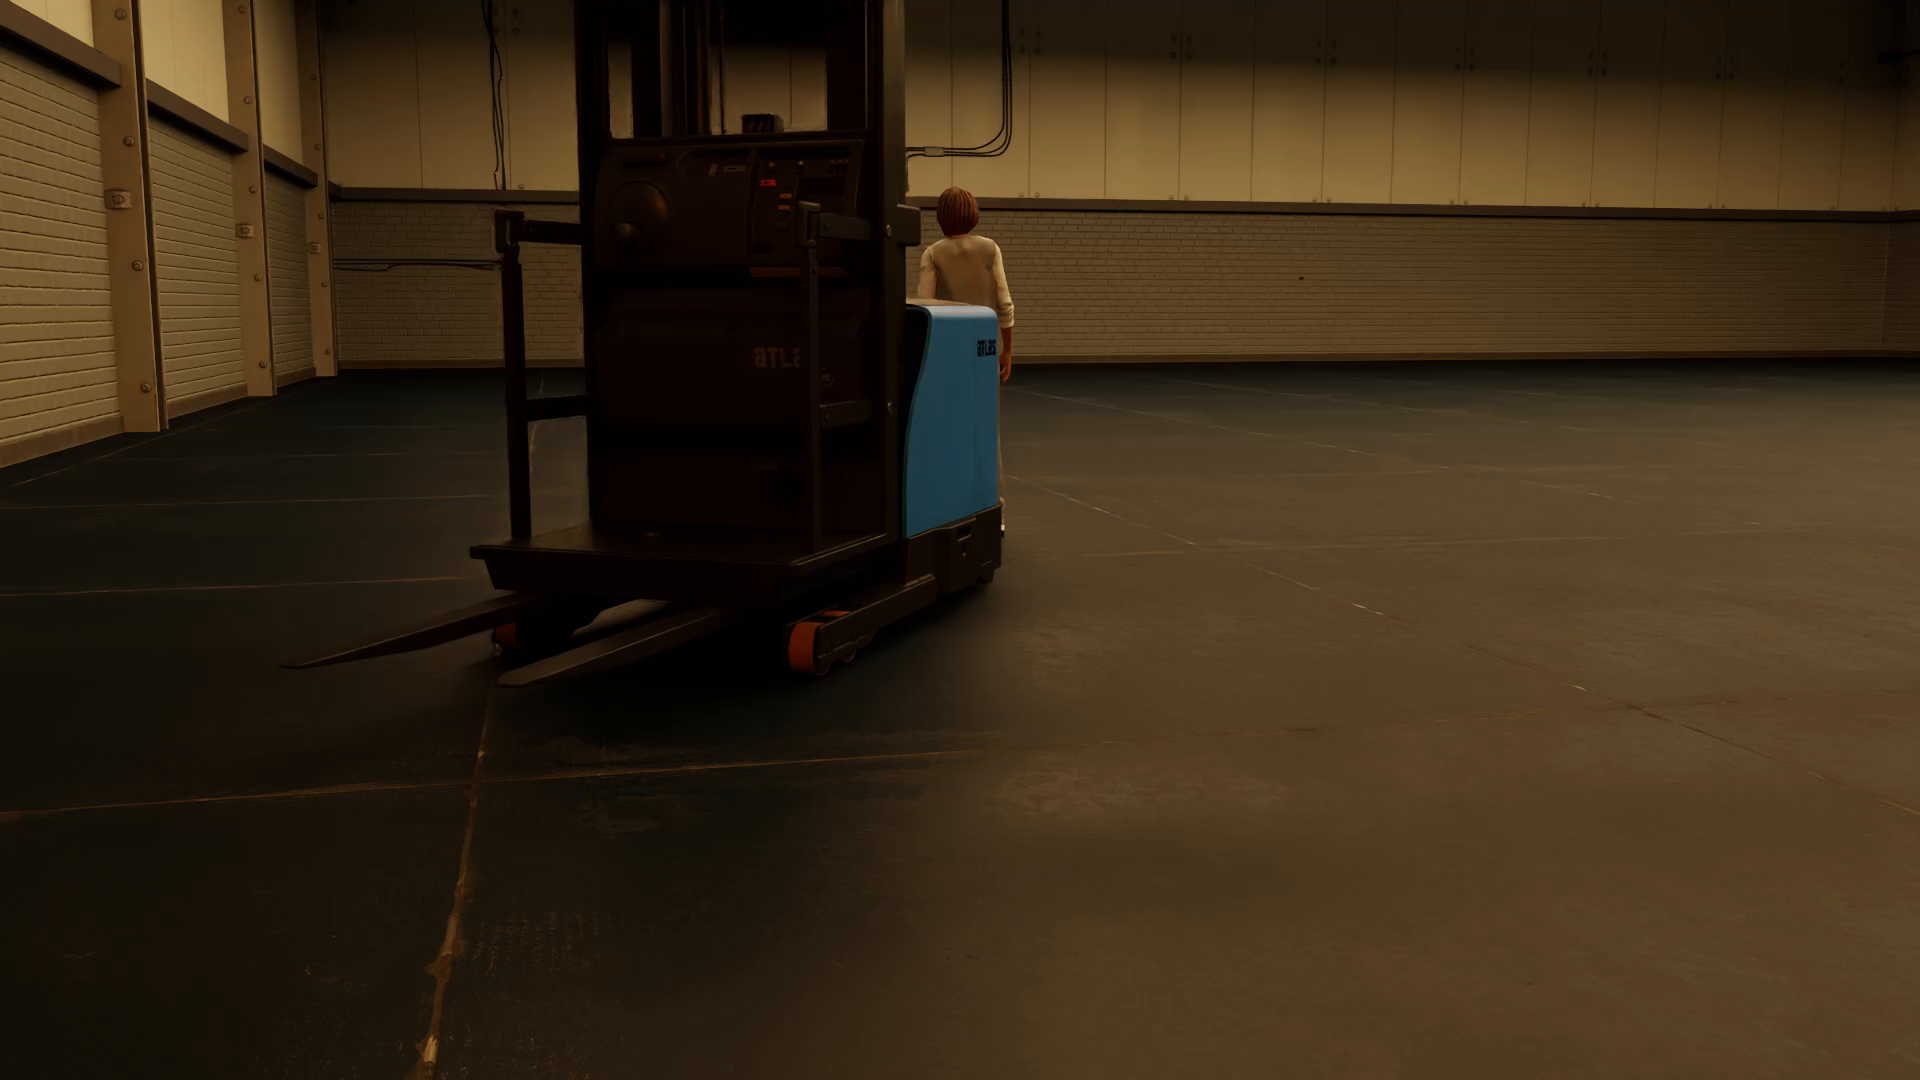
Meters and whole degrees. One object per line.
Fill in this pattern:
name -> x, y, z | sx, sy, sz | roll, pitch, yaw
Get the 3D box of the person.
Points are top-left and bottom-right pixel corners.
person -> -0.004, -0.805, 7.670 | 0.521, 1.590, 0.475 | -2, 8, -13

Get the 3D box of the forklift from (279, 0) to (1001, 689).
forklift -> -0.810, -1.115, 5.101 | 1.130, 2.935, 3.031 | 3, 8, 19
